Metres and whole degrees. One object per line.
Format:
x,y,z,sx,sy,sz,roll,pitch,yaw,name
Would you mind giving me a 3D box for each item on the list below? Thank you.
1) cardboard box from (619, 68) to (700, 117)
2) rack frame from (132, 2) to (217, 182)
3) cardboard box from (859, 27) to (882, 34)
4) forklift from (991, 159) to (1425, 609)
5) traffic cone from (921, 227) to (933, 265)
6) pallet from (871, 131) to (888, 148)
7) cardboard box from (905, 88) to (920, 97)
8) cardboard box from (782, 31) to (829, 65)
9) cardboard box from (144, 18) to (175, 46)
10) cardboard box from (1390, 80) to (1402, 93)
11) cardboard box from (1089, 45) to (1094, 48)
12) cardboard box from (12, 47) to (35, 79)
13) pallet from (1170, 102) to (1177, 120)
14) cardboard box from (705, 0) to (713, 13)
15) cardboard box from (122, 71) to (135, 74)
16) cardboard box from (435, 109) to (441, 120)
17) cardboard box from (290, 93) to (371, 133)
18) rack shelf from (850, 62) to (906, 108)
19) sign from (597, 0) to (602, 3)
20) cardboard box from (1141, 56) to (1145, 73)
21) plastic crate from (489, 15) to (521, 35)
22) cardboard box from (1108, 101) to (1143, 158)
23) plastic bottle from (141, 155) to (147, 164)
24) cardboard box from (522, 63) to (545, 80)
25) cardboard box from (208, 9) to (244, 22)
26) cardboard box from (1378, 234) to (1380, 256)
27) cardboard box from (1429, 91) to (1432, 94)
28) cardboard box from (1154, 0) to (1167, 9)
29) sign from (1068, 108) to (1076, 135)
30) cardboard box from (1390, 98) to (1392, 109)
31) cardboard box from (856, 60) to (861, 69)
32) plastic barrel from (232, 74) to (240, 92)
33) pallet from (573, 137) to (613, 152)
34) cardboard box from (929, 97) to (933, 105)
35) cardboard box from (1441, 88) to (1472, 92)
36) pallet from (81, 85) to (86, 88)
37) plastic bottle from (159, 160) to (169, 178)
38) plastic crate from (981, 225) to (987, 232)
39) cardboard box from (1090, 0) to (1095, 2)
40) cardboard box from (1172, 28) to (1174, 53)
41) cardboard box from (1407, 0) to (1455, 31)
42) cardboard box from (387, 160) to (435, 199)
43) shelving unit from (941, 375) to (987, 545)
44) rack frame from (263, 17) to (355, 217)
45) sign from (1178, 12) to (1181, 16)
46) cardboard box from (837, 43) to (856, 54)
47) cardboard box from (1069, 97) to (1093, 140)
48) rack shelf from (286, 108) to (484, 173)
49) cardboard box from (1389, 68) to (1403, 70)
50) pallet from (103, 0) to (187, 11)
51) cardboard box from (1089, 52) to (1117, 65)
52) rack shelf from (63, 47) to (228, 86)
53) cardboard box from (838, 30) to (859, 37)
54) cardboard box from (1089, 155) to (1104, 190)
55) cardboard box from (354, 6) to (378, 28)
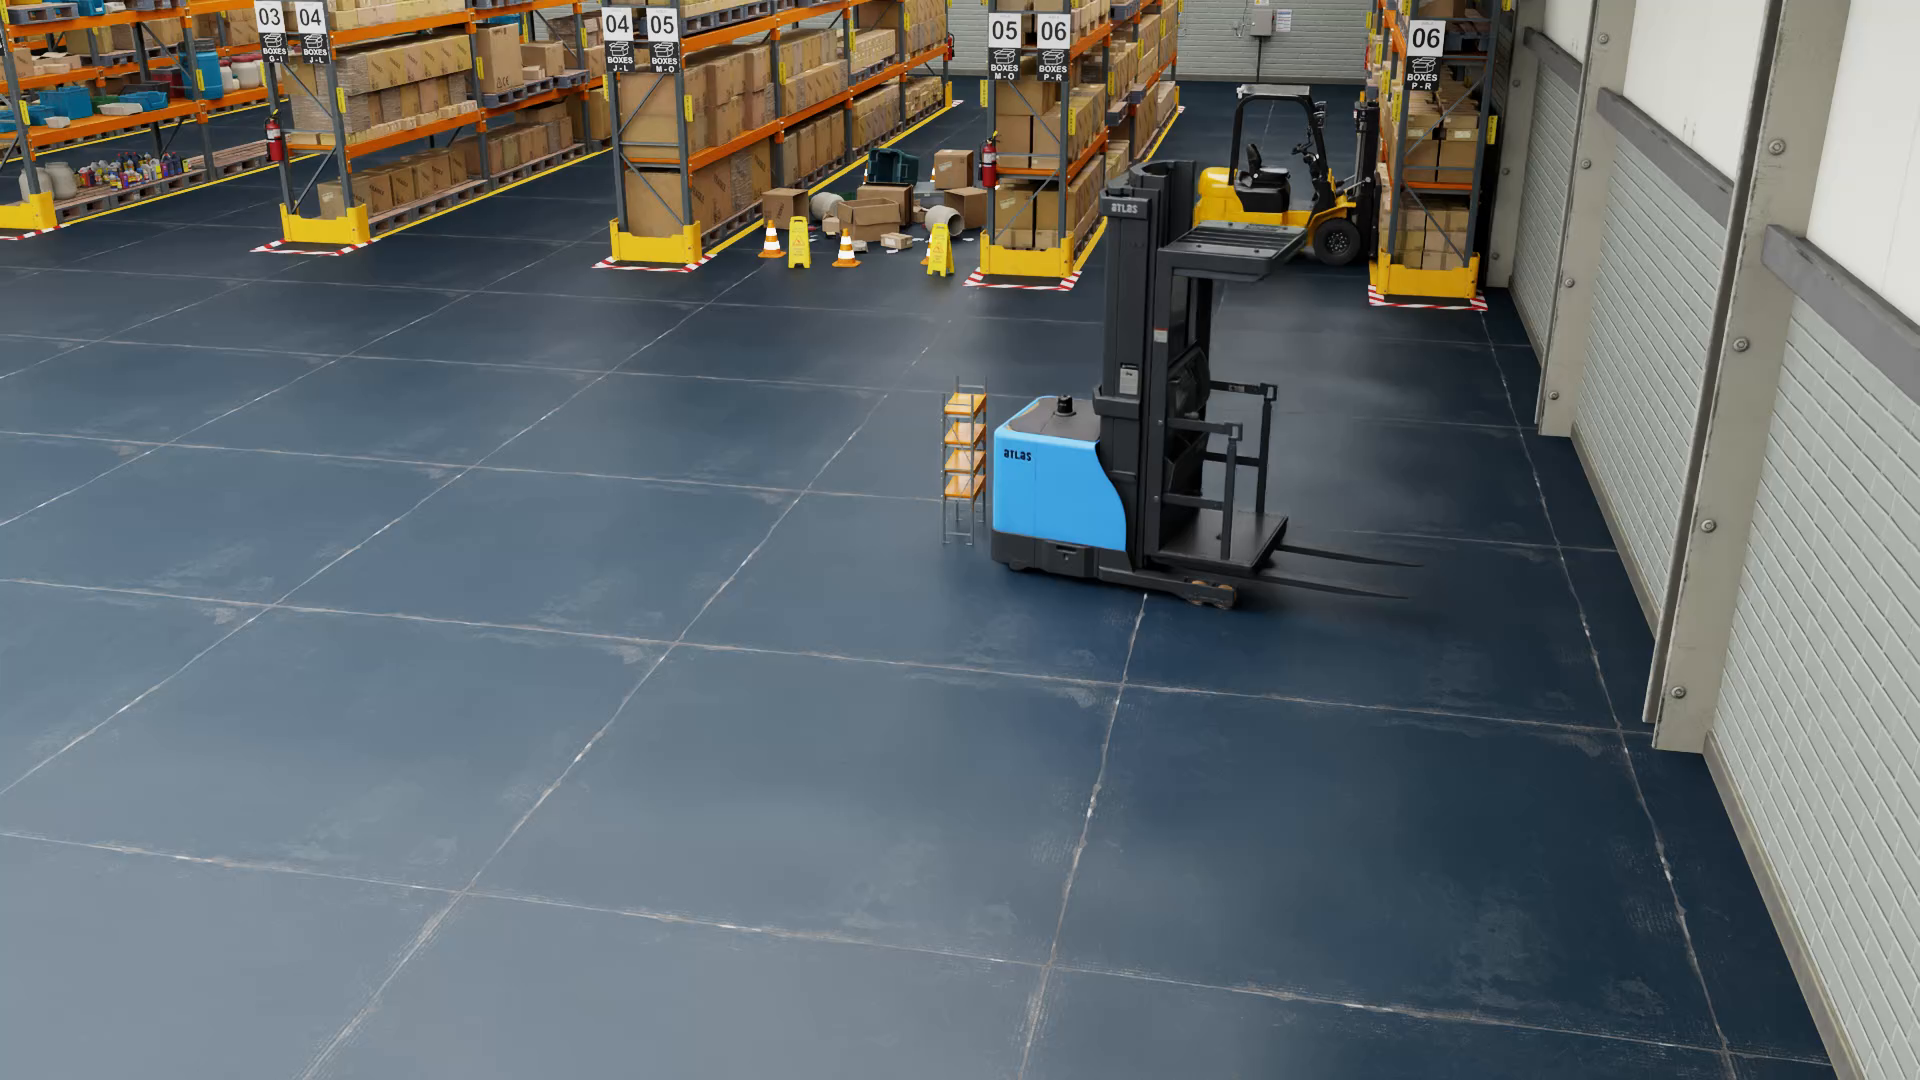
-3.911,-5.845,21.706,0.875,0.550,0.550,4,22,11,cardboard box
-12.893,-7.398,27.206,1.000,3.000,0.127,4,22,11,rack frame
-1.754,-9.913,32.921,0.500,0.500,0.500,4,22,11,cardboard box
1.794,-1.101,11.664,3.031,2.935,1.130,9,24,22,forklift
-0.334,-3.880,21.869,0.336,0.463,0.334,4,22,11,traffic cone
-1.981,-7.505,31.205,1.003,0.211,1.213,4,22,11,pallet
-1.023,-9.166,34.054,0.380,0.149,0.250,5,22,12,cardboard box
-2.596,-8.229,27.800,0.700,0.500,0.500,4,22,10,cardboard box
-16.409,-10.293,33.699,0.700,0.500,0.500,-1,22,-3,cardboard box
6.162,-6.279,23.028,0.380,0.149,0.250,5,22,12,cardboard box
2.056,-7.768,27.033,0.500,0.500,0.500,6,23,14,cardboard box
-17.251,-8.671,30.234,0.500,0.500,0.500,3,22,8,cardboard box
4.020,-9.061,35.070,1.003,0.211,1.213,4,22,11,pallet
-3.487,-7.037,21.935,0.380,0.149,0.250,5,22,11,cardboard box
-20.187,-11.313,39.712,0.700,0.500,0.500,4,22,11,cardboard box
-8.092,-6.444,25.174,0.380,0.149,0.250,4,22,11,cardboard box
-8.721,-5.940,23.056,0.875,0.500,0.500,4,22,11,cardboard box
-1.985,-8.466,30.821,1.077,0.370,4.000,4,22,11,rack shelf
-4.553,-6.954,21.010,0.100,0.325,0.005,4,22,11,sign
2.926,-8.245,28.843,0.500,0.250,0.500,5,22,12,cardboard box
-10.329,-11.694,37.746,0.616,0.435,0.499,4,22,11,plastic crate
2.696,-7.183,28.955,0.875,0.875,0.875,4,22,10,cardboard box
-13.322,-6.130,27.107,0.061,0.283,0.133,4,22,11,plastic bottle
-7.304,-7.985,28.282,0.396,0.266,0.258,4,22,9,cardboard box
-15.737,-11.363,35.581,0.500,0.500,0.500,5,22,12,cardboard box
5.599,-3.721,21.196,0.500,0.250,0.500,4,22,11,cardboard box
6.799,-6.347,23.596,0.380,0.149,0.250,4,22,10,cardboard box
3.849,-10.470,32.494,0.380,0.149,0.250,4,22,9,cardboard box
1.373,-5.162,20.496,0.100,0.325,0.005,4,22,11,sign
5.995,-5.861,22.390,0.380,0.149,0.250,5,22,12,cardboard box
-1.994,-8.491,29.696,0.380,0.149,0.250,6,23,14,cardboard box
-12.472,-7.806,28.405,0.301,0.262,0.301,0,22,0,plastic barrel
-6.993,-7.472,31.124,1.003,0.211,1.213,4,22,11,pallet
-0.783,-9.276,35.125,0.380,0.149,0.250,3,22,9,cardboard box
6.626,-5.950,22.212,0.380,0.149,0.250,4,22,10,cardboard box
-20.480,-10.505,38.654,1.003,0.211,1.213,4,22,11,pallet
-12.773,-5.951,26.662,0.061,0.283,0.133,6,23,14,plastic bottle
0.535,-4.399,23.668,0.402,0.080,0.583,-3,22,-8,plastic crate
1.584,-7.202,21.975,0.380,0.149,0.250,5,22,12,cardboard box
4.150,-10.321,34.330,0.500,0.500,0.500,4,22,10,cardboard box
5.553,-6.284,19.596,0.500,0.500,0.500,5,23,13,cardboard box
-8.324,-5.469,25.201,0.500,0.500,0.500,2,22,6,cardboard box
0.034,-0.617,12.780,0.258,1.200,0.503,4,22,11,shelving unit
-8.860,-5.557,22.636,1.000,3.000,0.127,4,22,11,rack frame
5.199,-12.869,40.429,0.327,0.218,0.001,4,22,11,sign
-2.056,-8.675,29.355,0.380,0.149,0.250,4,22,9,cardboard box
1.511,-5.701,22.461,0.500,0.500,0.500,4,22,10,cardboard box
-8.452,-5.955,24.587,1.077,0.370,4.000,4,22,11,rack shelf
6.837,-7.219,25.761,0.380,0.149,0.250,5,22,11,cardboard box
-12.944,-8.430,26.008,1.213,0.211,1.003,4,22,11,pallet
2.100,-7.090,24.479,0.380,0.149,0.250,4,22,11,cardboard box
-16.517,-9.637,33.730,1.077,0.370,4.000,4,22,11,rack shelf
-2.158,-9.673,31.835,0.380,0.149,0.250,5,22,12,cardboard box
1.800,-5.295,24.100,0.500,0.500,0.500,4,22,10,cardboard box
-8.409,-7.224,22.962,0.500,0.250,0.500,4,22,10,cardboard box
